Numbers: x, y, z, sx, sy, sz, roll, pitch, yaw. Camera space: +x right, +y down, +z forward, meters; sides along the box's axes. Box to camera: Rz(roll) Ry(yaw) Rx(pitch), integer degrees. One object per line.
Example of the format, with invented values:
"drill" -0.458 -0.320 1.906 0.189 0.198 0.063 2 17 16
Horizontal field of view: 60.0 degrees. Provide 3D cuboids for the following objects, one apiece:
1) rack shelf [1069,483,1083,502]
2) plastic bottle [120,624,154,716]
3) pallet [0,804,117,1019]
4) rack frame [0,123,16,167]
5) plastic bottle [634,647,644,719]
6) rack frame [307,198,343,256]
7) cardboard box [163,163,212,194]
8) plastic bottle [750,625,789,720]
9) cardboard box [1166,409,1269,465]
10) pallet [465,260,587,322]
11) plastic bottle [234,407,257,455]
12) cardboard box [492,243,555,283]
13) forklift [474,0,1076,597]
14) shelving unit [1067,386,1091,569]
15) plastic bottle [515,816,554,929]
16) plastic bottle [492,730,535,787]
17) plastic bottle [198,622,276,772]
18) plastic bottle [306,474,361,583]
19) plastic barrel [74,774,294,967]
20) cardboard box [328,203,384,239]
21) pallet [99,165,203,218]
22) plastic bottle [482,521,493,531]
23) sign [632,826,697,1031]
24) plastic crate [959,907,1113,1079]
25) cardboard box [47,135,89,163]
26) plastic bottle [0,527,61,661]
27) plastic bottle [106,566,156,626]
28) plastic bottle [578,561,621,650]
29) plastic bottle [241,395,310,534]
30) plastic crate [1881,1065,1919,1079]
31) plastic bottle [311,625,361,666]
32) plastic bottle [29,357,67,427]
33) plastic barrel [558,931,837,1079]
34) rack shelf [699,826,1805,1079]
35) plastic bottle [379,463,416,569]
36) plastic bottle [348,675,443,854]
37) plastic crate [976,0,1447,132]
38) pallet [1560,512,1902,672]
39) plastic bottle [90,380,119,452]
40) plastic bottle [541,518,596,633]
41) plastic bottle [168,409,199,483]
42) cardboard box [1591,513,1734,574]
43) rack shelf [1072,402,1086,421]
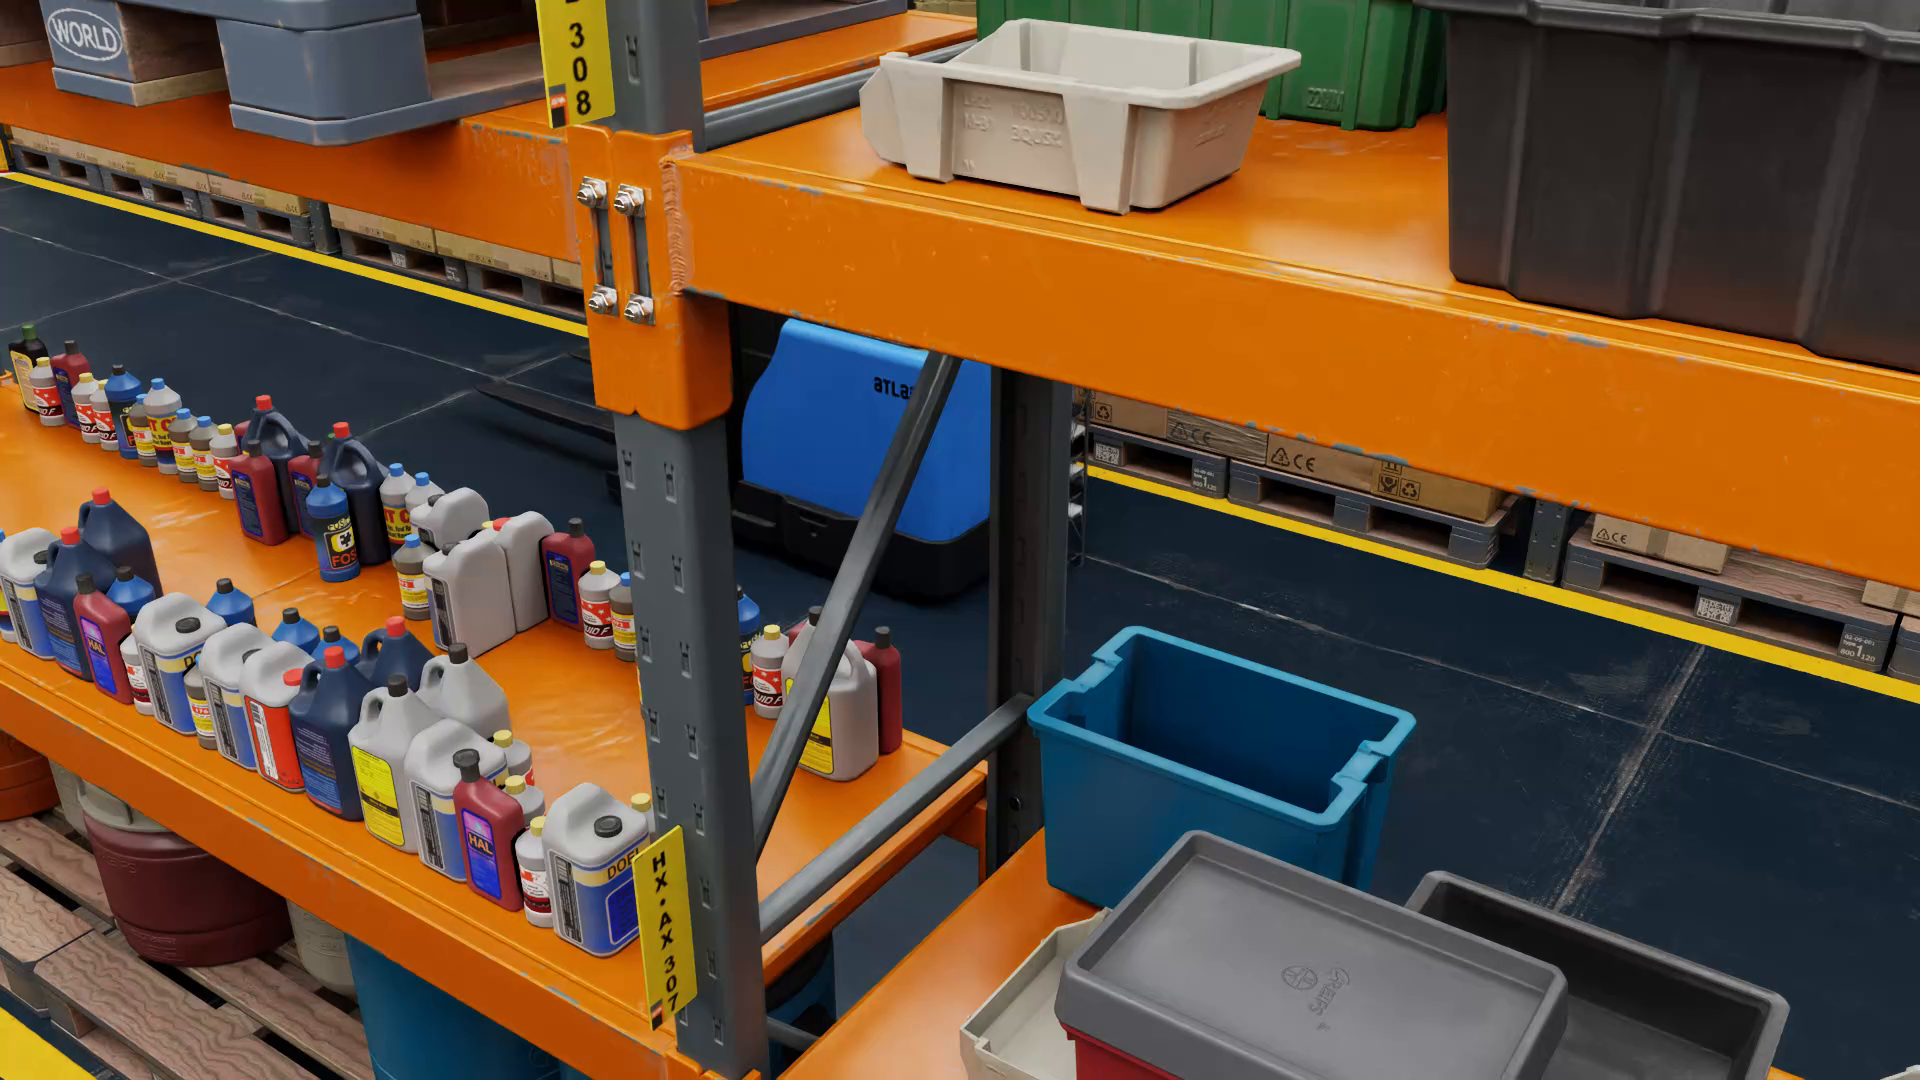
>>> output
"rack shelf" 0.370 -0.171 6.866 0.200 0.077 0.258 18 32 31
"plastic bottle" -1.765 0.273 3.625 0.097 0.201 0.097 0 27 0
"pallet" -2.751 0.905 5.240 1.213 0.211 1.003 17 32 30
"rack frame" -7.211 -4.430 12.648 0.127 3.000 1.000 17 32 30
"plastic bottle" -0.650 0.287 3.598 0.097 0.201 0.097 0 27 0
"rack frame" -3.914 -3.403 10.630 0.127 3.000 1.000 17 32 30
"cardboard box" -5.247 -2.657 11.733 0.500 0.250 0.500 17 32 30
"plastic bottle" -0.403 0.280 3.612 0.097 0.201 0.097 0 27 0
"cardboard box" 1.295 -0.709 7.608 0.500 0.500 0.500 18 32 31
"pallet" -2.275 -1.673 10.304 1.213 0.211 1.003 17 32 30
"plastic bottle" -1.907 -0.235 4.534 0.133 0.283 0.061 17 32 30
"cardboard box" -2.454 -1.774 9.997 0.500 0.250 0.500 18 32 31
"forklift" -0.989 -1.590 7.143 3.031 2.935 1.130 18 32 31
"shelving unit" 0.370 -0.281 6.810 0.210 0.900 0.258 18 32 31
"plastic bottle" -0.746 0.591 3.001 0.097 0.201 0.097 0 27 0
"plastic bottle" -0.881 0.465 3.248 0.097 0.201 0.097 0 27 0
"plastic bottle" -1.463 0.319 3.452 0.135 0.276 0.152 17 32 30
"plastic bottle" -1.570 -0.035 4.154 0.097 0.271 0.097 0 27 0
"plastic barrel" -2.081 0.772 4.622 0.708 0.588 0.600 17 32 30
"cardboard box" -3.722 -2.169 10.773 0.500 0.250 0.500 16 31 29
"pallet" -5.556 -2.693 12.309 1.213 0.211 1.003 17 32 30
"plastic bottle" -1.136 0.052 4.061 0.097 0.201 0.097 0 27 0
"sign" -0.440 0.584 2.490 0.005 0.325 0.100 17 32 30
"plastic crate" 0.175 0.766 2.663 0.243 0.136 0.396 17 32 30
"cardboard box" -6.481 -3.044 12.493 0.500 0.250 0.500 17 32 30
"plastic bottle" -2.108 0.118 3.847 0.135 0.276 0.152 17 32 30
"plastic bottle" -1.841 0.185 3.721 0.097 0.271 0.097 0 27 0
"plastic bottle" -0.835 0.145 3.876 0.097 0.201 0.097 0 27 0
"plastic bottle" -1.800 -0.209 4.407 0.185 0.351 0.144 17 32 30
"plastic crate" 1.478 0.928 2.345 0.466 0.136 0.293 17 32 30
"plastic bottle" -1.297 0.304 3.487 0.097 0.271 0.097 0 27 0
"plastic bottle" -2.765 -0.456 5.057 0.097 0.201 0.097 0 27 0
"plastic barrel" -0.566 1.104 3.624 0.708 0.901 0.600 17 32 30
"rack shelf" 1.521 1.336 2.110 4.000 0.370 1.077 17 32 30
"plastic bottle" -1.408 -0.064 4.211 0.097 0.271 0.097 0 27 0
"plastic bottle" -1.070 0.410 3.191 0.185 0.351 0.144 17 32 30
"plastic crate" 0.393 -0.745 2.332 0.662 0.188 0.450 17 32 30
"pallet" 3.246 0.071 6.879 1.213 0.211 1.003 17 32 30
"plastic bottle" -2.494 -0.371 4.892 0.097 0.201 0.097 0 27 0
"plastic bottle" -0.920 0.072 3.929 0.133 0.283 0.061 17 32 30
"plastic bottle" -2.173 -0.271 4.695 0.097 0.201 0.097 0 27 0
"cardboard box" 2.904 -0.158 6.733 0.500 0.311 0.500 17 32 30
"rack shelf" 0.370 -0.492 6.702 0.200 0.077 0.258 18 32 31
